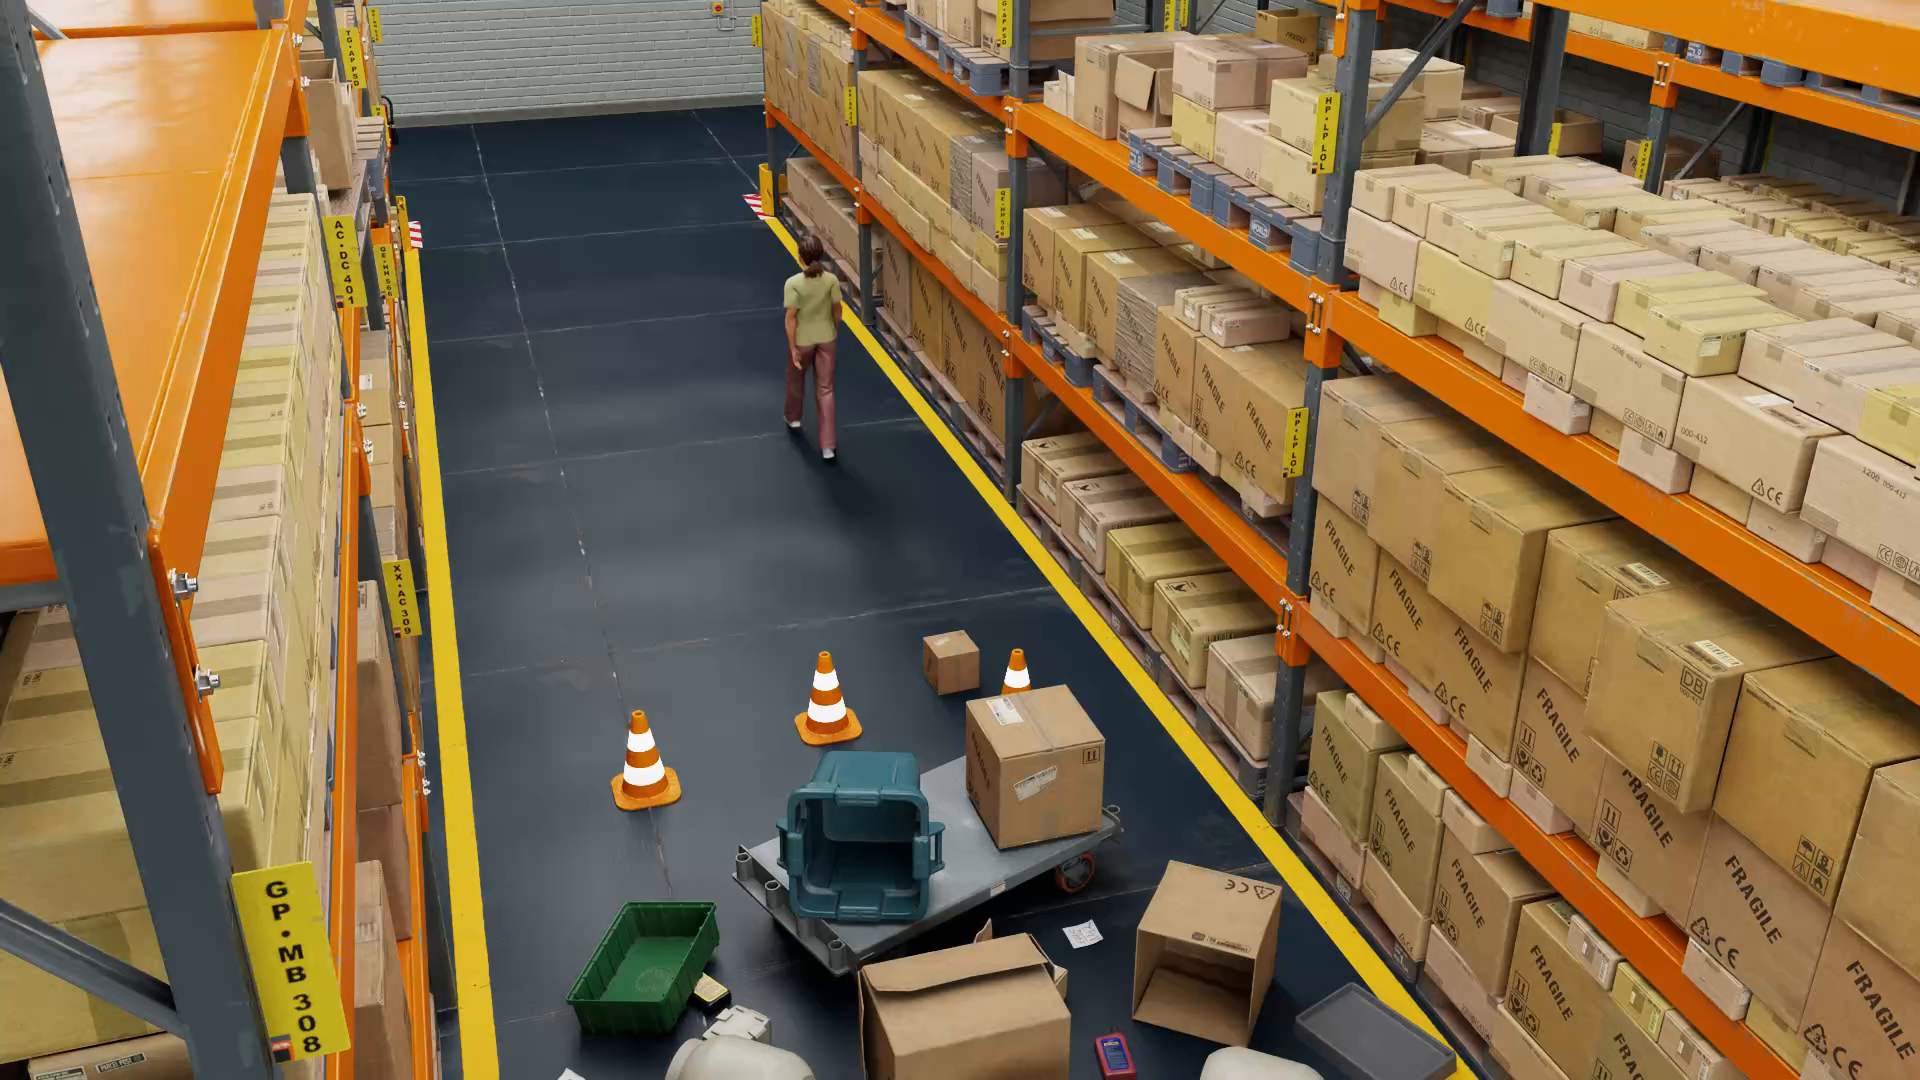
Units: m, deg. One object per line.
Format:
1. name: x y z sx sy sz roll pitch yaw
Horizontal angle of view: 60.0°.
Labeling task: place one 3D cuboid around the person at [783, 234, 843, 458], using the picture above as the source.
1. person: -1.106 -1.513 12.377 0.459 1.616 0.969 -7 27 -14
